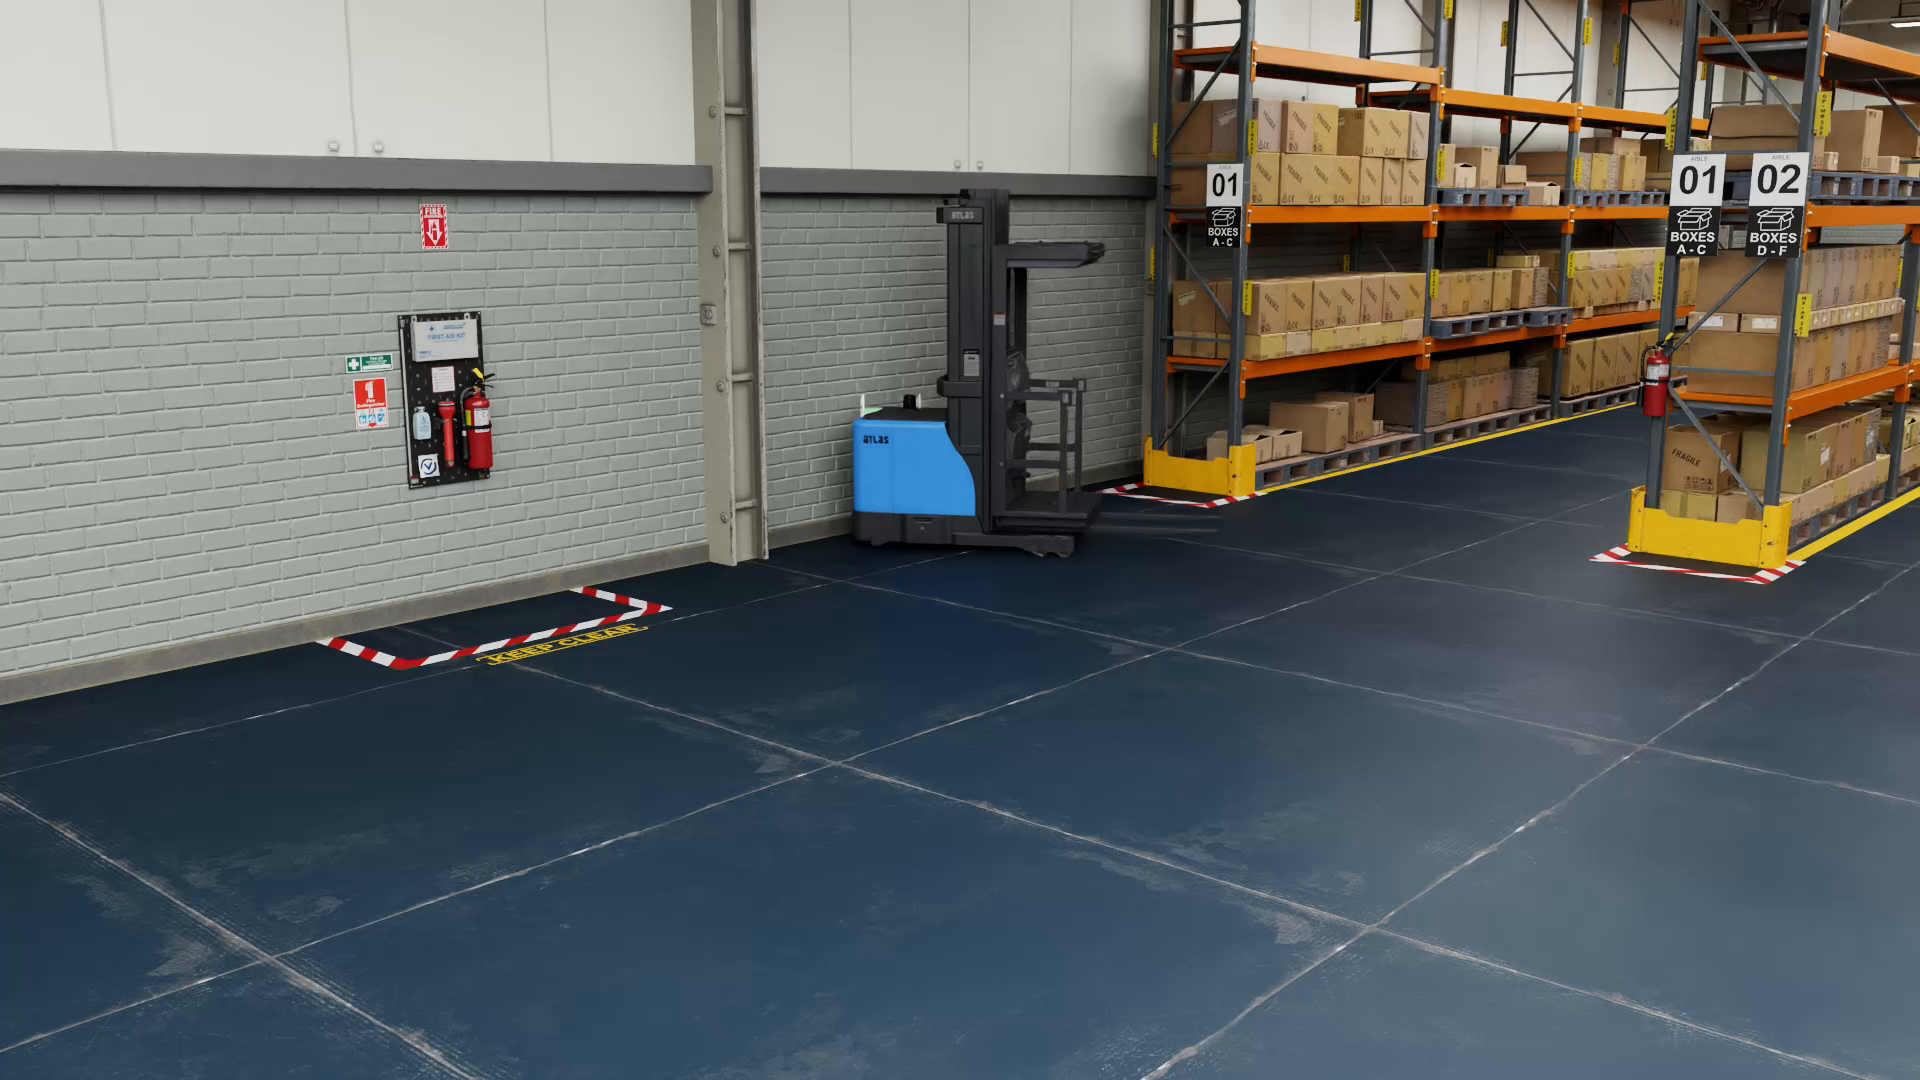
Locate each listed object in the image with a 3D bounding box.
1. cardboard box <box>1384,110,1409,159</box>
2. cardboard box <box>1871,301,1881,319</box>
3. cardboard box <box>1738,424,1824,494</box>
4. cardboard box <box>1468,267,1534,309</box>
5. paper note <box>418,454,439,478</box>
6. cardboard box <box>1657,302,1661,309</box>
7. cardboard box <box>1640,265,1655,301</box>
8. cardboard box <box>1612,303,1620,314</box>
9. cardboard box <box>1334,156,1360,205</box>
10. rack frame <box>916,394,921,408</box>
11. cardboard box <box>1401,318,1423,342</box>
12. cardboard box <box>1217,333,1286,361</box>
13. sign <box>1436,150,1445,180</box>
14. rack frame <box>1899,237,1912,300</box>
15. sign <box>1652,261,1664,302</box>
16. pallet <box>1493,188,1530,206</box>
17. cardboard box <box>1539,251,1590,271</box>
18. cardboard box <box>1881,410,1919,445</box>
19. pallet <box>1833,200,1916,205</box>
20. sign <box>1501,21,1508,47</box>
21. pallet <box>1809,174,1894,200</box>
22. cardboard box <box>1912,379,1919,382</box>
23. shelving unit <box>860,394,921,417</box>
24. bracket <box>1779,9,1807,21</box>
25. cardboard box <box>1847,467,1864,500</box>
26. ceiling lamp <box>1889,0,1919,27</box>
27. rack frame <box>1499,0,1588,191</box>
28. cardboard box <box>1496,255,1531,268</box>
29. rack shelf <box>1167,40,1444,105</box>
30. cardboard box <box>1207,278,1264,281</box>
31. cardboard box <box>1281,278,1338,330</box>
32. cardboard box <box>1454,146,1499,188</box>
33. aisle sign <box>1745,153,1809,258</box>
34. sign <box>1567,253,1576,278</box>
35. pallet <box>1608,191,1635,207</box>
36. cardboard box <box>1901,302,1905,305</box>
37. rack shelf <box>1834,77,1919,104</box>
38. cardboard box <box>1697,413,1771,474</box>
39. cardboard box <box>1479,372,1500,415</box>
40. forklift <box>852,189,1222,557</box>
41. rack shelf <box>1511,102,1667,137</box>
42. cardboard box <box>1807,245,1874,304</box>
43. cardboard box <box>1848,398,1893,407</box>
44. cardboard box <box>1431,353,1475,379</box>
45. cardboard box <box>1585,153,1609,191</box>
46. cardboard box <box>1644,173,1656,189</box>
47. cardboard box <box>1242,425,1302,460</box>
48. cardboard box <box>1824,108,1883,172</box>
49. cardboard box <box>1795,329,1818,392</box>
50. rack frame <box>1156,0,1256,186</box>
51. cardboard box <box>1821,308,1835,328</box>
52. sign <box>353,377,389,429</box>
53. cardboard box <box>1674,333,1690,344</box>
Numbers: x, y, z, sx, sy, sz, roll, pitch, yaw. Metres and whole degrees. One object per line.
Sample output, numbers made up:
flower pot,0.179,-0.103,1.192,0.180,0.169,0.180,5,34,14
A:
cardboard box,4.515,-4.399,18.058,0.500,0.500,0.500,11,16,43
cardboard box,8.195,-2.115,15.233,0.380,0.149,0.250,10,15,40
cardboard box,6.931,-0.691,14.044,0.500,0.500,0.500,10,15,40
cardboard box,6.987,-3.267,21.530,0.700,0.500,0.500,8,14,35
paper note,-3.619,-0.506,11.333,0.016,0.148,0.142,10,15,40
cardboard box,10.269,-3.547,24.902,0.380,0.149,0.250,10,15,41
cardboard box,9.834,-3.775,24.385,0.500,0.500,0.500,10,15,41
cardboard box,9.213,-3.328,23.806,0.380,0.149,0.250,10,15,42
cardboard box,3.825,-3.761,17.417,0.500,0.500,0.500,11,16,44
rack frame,-0.339,-0.647,14.335,0.015,1.200,0.240,-1,-4,-7
cardboard box,4.913,-2.397,18.886,0.500,0.250,0.500,10,15,40
cardboard box,2.918,-1.948,16.639,0.500,0.250,0.500,9,15,39
sign,5.411,-4.225,18.729,0.100,0.325,0.005,10,15,40
rack frame,11.362,-2.518,19.161,1.000,3.000,0.127,10,15,40
sign,5.683,-2.097,13.493,0.100,0.325,0.005,10,15,40
pallet,6.168,-4.179,20.295,1.213,0.211,1.003,10,15,40
cardboard box,8.151,-3.768,22.440,0.500,0.250,0.500,10,15,42
cardboard box,9.516,-1.164,16.897,0.500,0.311,0.500,10,15,40
pallet,9.294,-3.438,16.598,0.805,0.209,1.217,9,14,38
sign,7.219,-6.707,22.027,0.100,0.325,0.005,10,15,40
pallet,7.373,-3.050,14.390,1.003,0.211,1.213,10,15,40
cardboard box,11.837,-2.053,20.175,0.500,0.250,0.500,11,15,42
shelving unit,-0.581,-0.641,14.306,0.503,1.200,0.258,-1,-4,-7
bracket,15.767,-9.828,31.253,0.076,0.066,3.189,10,15,40
cardboard box,7.923,-0.543,15.220,0.500,0.250,0.500,10,15,40
ceiling lamp,16.588,-10.208,27.441,2.000,3.185,0.800,10,15,40
rack frame,7.639,-6.100,21.778,1.000,3.000,0.127,10,15,40
cardboard box,7.232,-3.637,21.729,0.380,0.149,0.250,7,13,31
rack shelf,3.678,-4.863,17.429,1.077,0.370,4.000,10,15,40
cardboard box,2.849,-2.455,17.261,0.500,0.500,0.500,10,15,41
cardboard box,3.578,-2.463,17.303,0.500,0.500,0.500,9,14,39
cardboard box,6.233,-4.547,20.333,0.500,0.500,0.500,9,14,38
aisle sign,6.268,-2.567,12.767,0.394,0.787,0.004,10,15,40
sign,8.053,-3.618,21.915,0.100,0.325,0.005,10,15,40
pallet,8.760,-4.803,23.424,1.003,0.211,1.213,11,16,43
cardboard box,9.919,-2.241,17.517,0.500,0.500,0.500,10,15,40
rack shelf,10.042,-4.617,17.210,1.077,0.370,4.000,10,15,40
cardboard box,6.861,-0.833,14.757,0.500,0.500,0.500,10,15,40
cardboard box,6.469,-1.898,21.314,0.700,0.500,0.500,10,15,40
forklift,0.668,-1.411,13.795,3.031,2.935,1.130,2,12,11
rack shelf,8.959,-5.845,23.360,1.077,0.370,4.000,10,15,40
cardboard box,7.770,-2.401,15.006,0.700,0.500,0.500,10,15,40
cardboard box,9.778,-1.383,17.993,0.500,0.311,0.500,10,15,40
cardboard box,6.100,-2.180,20.812,0.500,0.250,0.500,9,15,39
cardboard box,8.601,-5.137,23.236,0.700,0.500,0.500,11,16,43
cardboard box,10.555,-5.530,25.638,0.500,0.250,0.500,10,15,41
cardboard box,3.258,-1.052,17.564,0.500,0.311,0.500,-11,15,-43
cardboard box,7.383,-3.345,13.956,0.500,0.500,0.500,10,15,40
cardboard box,6.742,-1.535,13.984,0.700,0.500,0.500,10,15,42
rack frame,2.358,-4.923,15.885,1.000,3.000,0.127,10,15,40
cardboard box,7.182,-1.890,14.106,0.380,0.149,0.250,9,14,38
sign,-3.893,-0.904,10.988,0.001,0.329,0.234,10,15,40
cardboard box,11.213,-3.169,26.071,0.380,0.149,0.250,10,15,42
